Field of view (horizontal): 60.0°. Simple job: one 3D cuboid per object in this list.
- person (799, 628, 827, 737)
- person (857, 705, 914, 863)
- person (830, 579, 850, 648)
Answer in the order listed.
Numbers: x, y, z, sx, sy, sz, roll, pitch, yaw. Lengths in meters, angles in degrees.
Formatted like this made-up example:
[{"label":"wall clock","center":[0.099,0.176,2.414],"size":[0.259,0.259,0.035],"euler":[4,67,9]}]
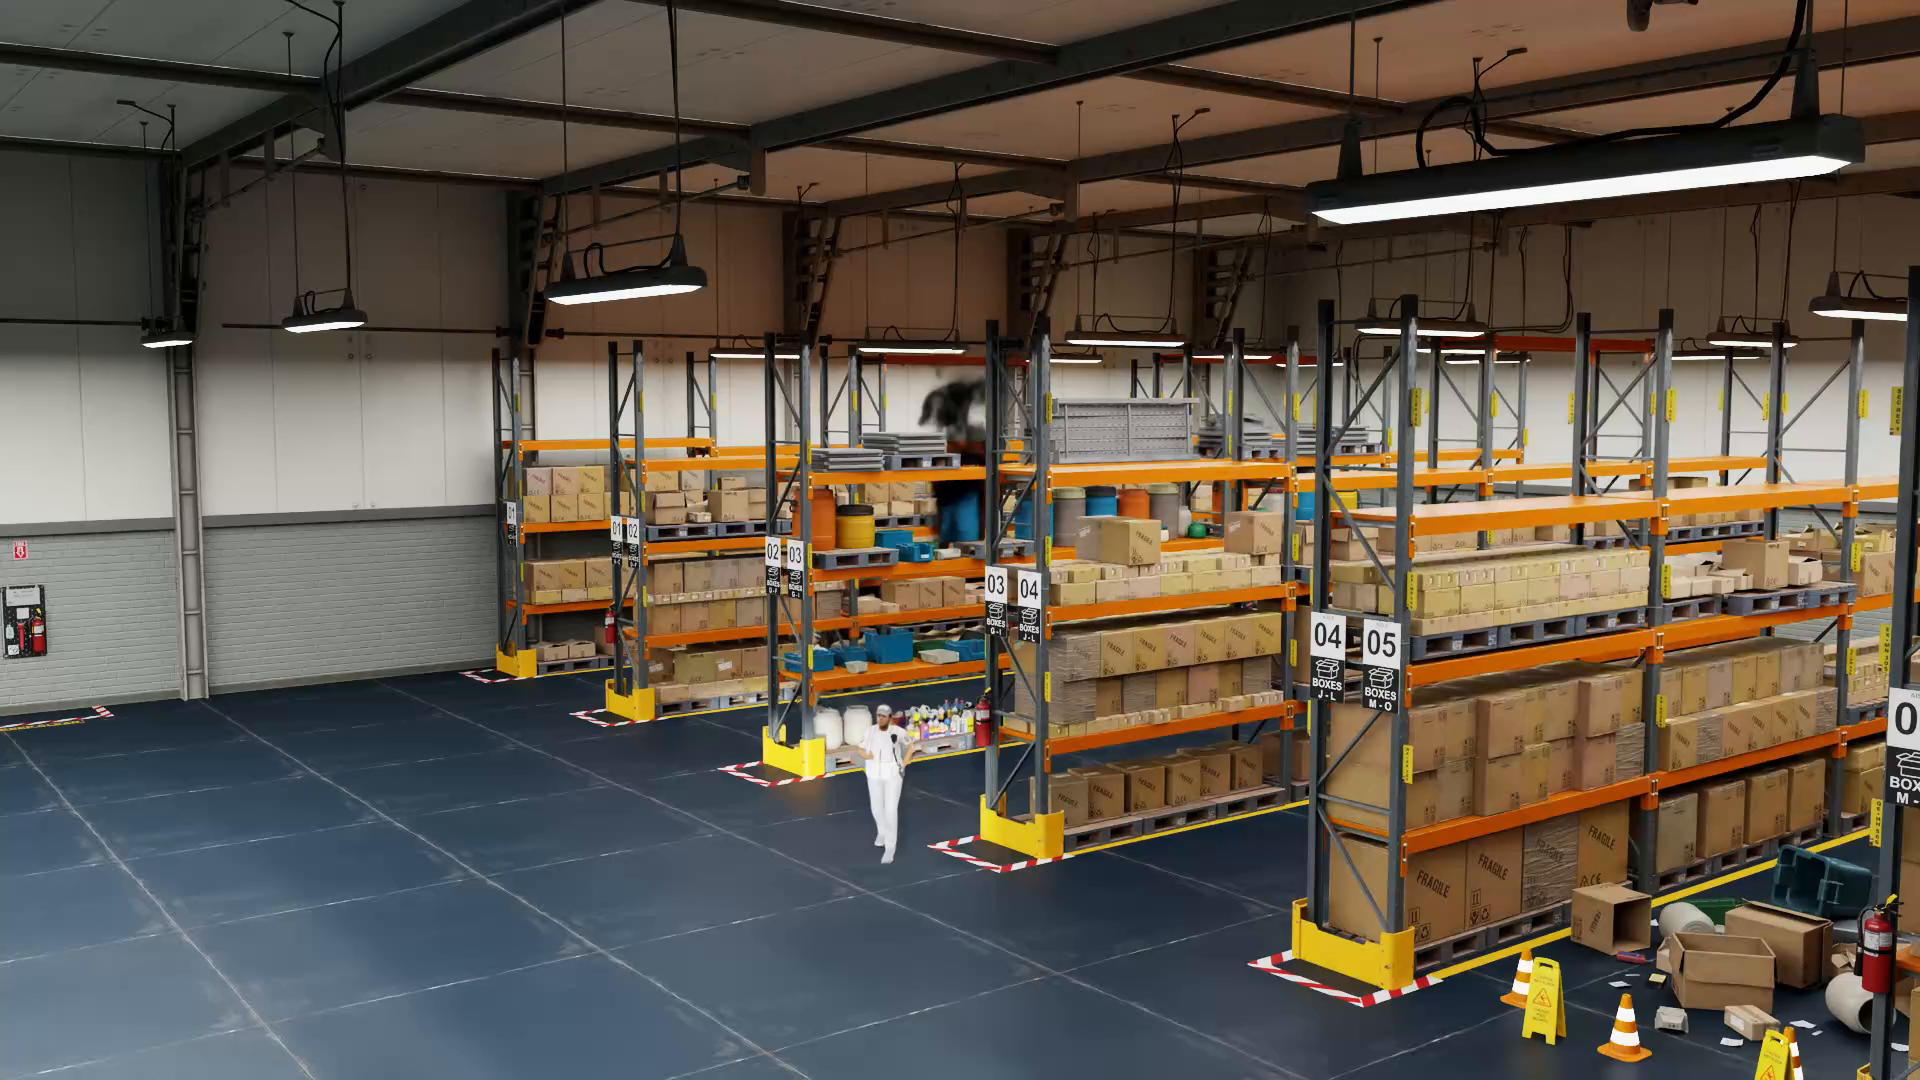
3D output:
[{"label":"person","center":[-2.187,2.138,25.087],"size":[0.568,1.647,0.615],"euler":[-5,7,-44]},{"label":"person","center":[-0.856,2.703,18.670],"size":[0.606,1.715,0.762],"euler":[1,5,15]},{"label":"person","center":[-2.224,1.547,31.341],"size":[0.613,1.815,0.909],"euler":[4,6,37]}]
